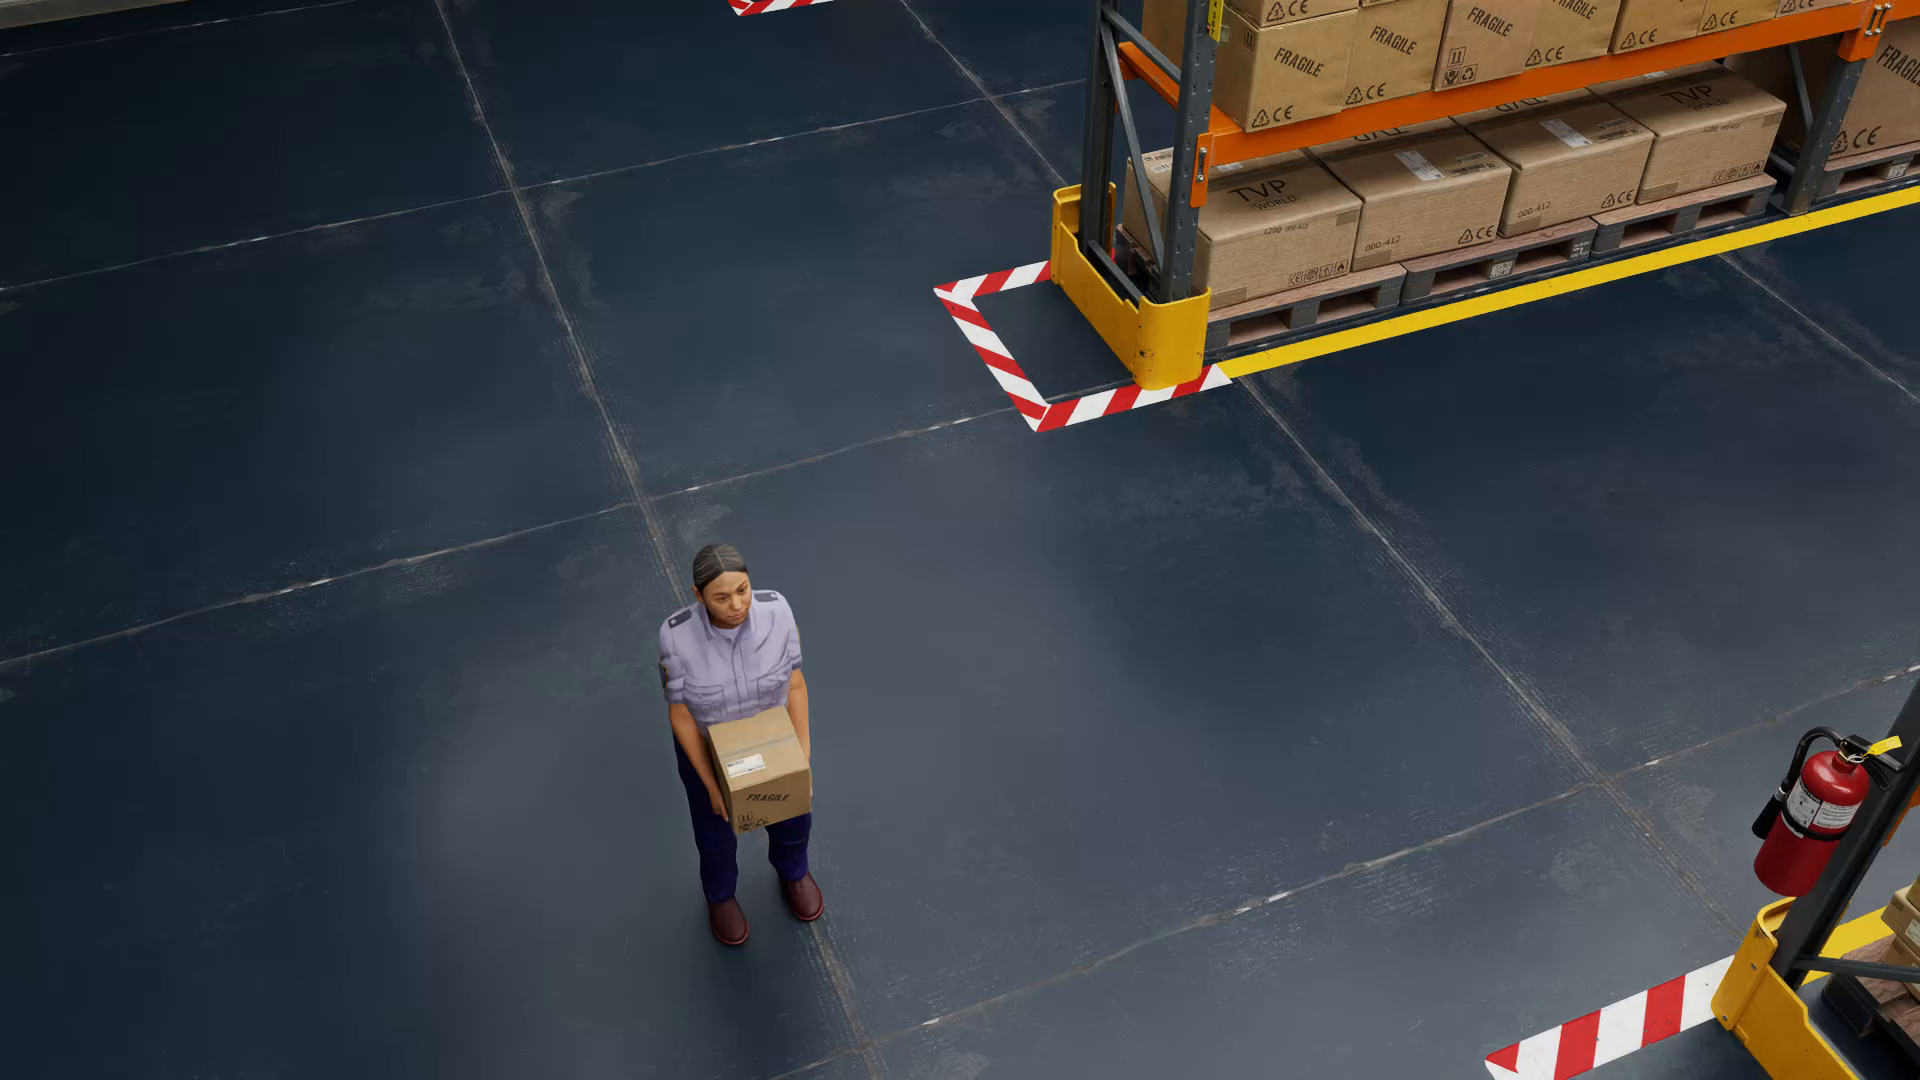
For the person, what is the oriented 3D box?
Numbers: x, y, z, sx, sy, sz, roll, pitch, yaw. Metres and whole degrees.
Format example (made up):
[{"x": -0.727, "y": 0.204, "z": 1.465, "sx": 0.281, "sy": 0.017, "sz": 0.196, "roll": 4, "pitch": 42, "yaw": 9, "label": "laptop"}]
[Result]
[{"x": -0.681, "y": 0.722, "z": 5.377, "sx": 0.449, "sy": 1.643, "sz": 0.522, "roll": -15, "pitch": 44, "yaw": -16, "label": "person"}]
